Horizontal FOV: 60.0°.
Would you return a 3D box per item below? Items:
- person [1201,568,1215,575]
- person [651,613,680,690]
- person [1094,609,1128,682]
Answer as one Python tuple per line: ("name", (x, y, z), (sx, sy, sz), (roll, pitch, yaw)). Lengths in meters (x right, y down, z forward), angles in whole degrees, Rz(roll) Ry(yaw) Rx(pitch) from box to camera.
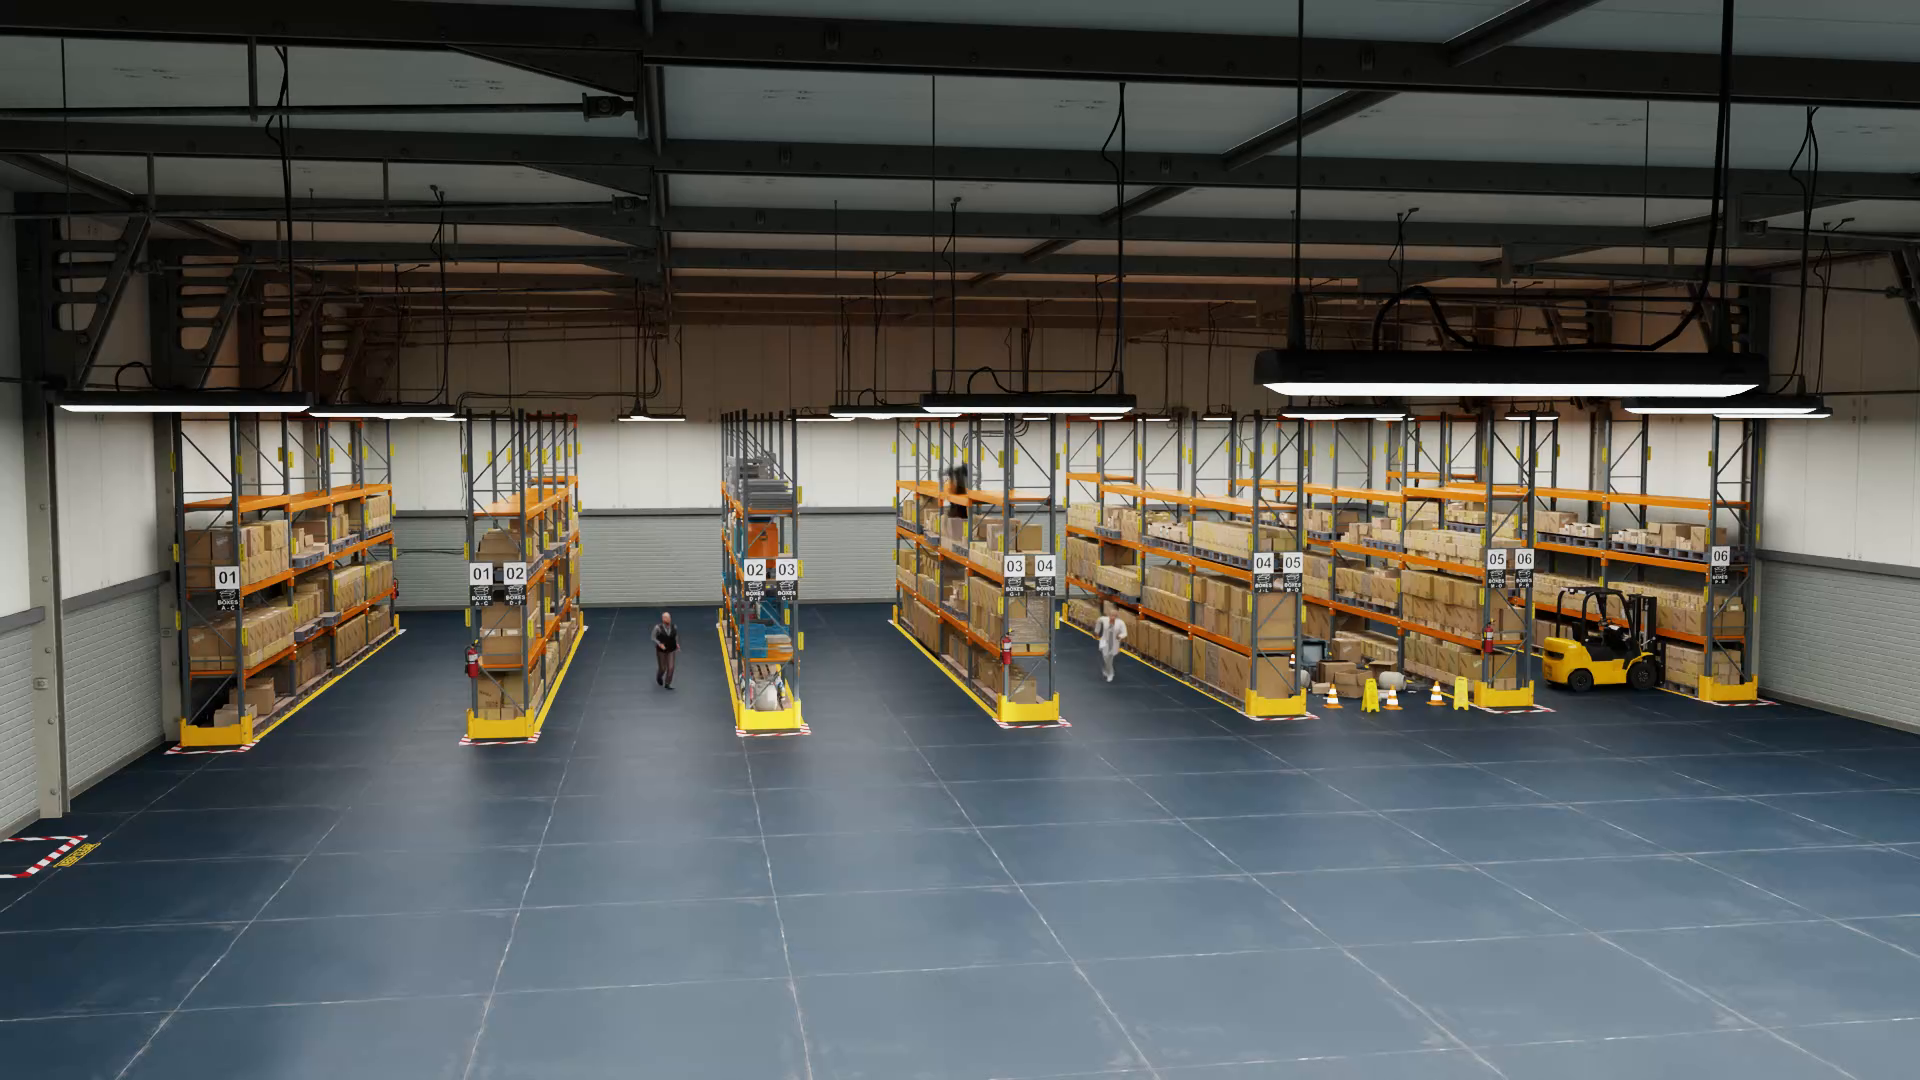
("person", (7.801, 1.294, 51.535), (0.840, 1.721, 0.543), (-2, 4, -22))
("person", (-6.374, 2.393, 35.941), (0.654, 1.675, 0.758), (-2, 4, -23))
("person", (3.362, 2.309, 37.106), (0.705, 1.609, 1.192), (0, 4, 0))
